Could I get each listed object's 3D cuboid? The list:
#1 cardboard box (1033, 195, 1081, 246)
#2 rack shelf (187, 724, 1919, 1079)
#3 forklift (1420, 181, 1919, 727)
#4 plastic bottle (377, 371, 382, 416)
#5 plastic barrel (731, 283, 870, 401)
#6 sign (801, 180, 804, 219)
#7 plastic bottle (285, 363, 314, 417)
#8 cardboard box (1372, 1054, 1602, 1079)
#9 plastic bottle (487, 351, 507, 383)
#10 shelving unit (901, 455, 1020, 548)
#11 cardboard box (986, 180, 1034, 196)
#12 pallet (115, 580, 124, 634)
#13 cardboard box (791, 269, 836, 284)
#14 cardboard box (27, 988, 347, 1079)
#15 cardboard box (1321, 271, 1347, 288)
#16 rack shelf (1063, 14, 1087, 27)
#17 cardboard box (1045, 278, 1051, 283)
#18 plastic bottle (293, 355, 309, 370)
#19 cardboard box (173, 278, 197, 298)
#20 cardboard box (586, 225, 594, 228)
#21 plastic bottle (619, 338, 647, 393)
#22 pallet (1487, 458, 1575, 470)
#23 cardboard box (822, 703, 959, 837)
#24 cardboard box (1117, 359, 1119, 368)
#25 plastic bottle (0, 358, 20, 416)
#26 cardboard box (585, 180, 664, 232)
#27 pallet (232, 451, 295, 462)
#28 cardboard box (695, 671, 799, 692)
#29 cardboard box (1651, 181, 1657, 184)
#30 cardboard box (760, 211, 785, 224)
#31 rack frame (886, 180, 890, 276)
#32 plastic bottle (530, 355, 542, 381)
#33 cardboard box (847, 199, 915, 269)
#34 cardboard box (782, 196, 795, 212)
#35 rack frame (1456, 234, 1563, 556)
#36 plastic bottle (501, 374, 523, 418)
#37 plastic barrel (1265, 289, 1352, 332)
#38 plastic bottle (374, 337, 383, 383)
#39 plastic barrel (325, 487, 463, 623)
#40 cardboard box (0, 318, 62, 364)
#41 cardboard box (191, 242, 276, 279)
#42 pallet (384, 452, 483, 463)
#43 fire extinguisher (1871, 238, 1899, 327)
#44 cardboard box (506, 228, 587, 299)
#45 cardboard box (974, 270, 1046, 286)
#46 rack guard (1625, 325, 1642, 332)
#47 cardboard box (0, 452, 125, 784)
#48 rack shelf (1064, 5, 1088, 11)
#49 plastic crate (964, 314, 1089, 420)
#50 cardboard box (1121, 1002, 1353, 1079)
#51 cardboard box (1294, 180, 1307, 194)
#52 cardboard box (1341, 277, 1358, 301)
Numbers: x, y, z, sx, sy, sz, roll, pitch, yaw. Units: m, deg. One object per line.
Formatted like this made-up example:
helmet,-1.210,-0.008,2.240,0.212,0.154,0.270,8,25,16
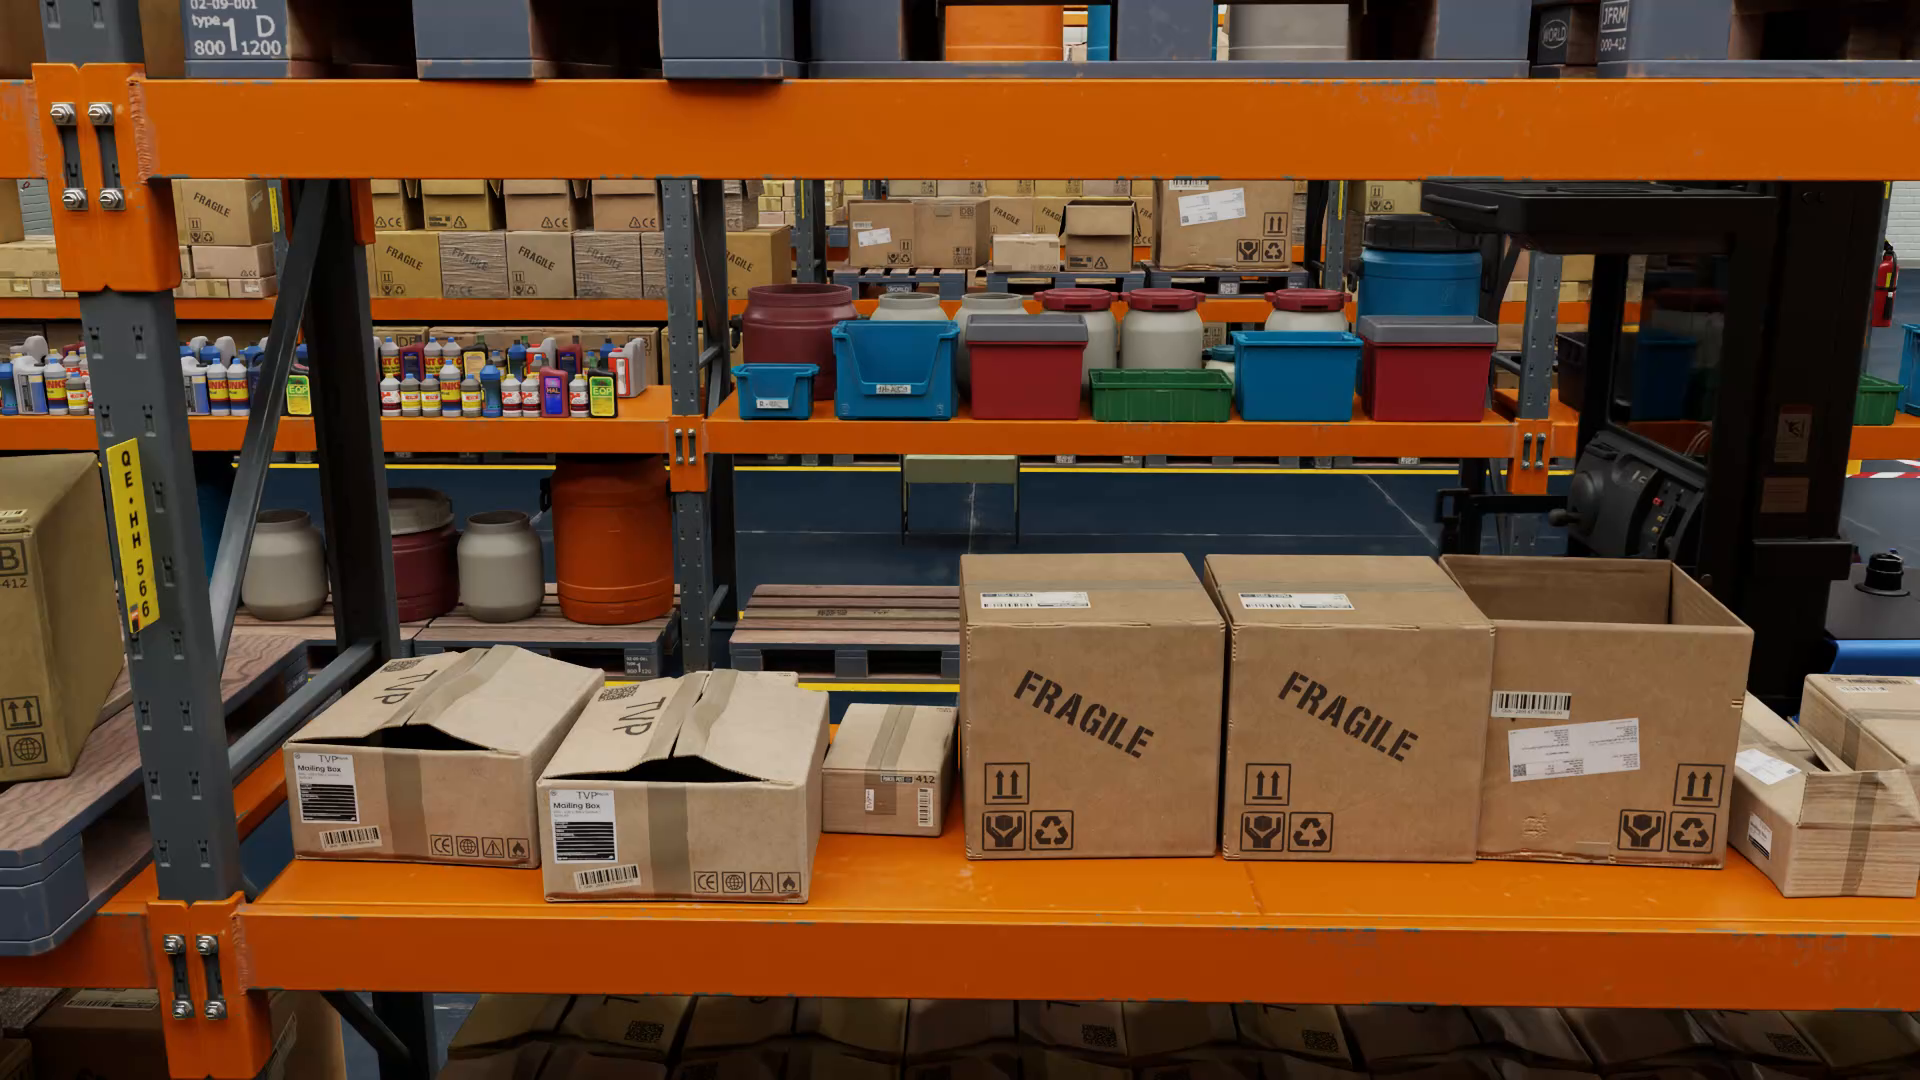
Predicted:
cardboard box,1.015,-3.382,17.582,0.500,0.500,0.500,0,15,1
rack shelf,0.577,0.736,3.579,4.000,0.370,1.077,0,15,1
forklift,2.120,-0.168,5.732,3.031,2.935,1.130,0,15,-1
plastic bottle,-2.850,-0.733,7.965,0.133,0.283,0.061,0,15,1
plastic barrel,-0.820,-1.028,8.589,0.708,0.536,0.600,0,15,1
sign,-1.176,-2.569,12.428,0.005,0.325,0.100,0,15,1
plastic bottle,-3.168,-0.735,7.973,0.133,0.283,0.061,0,15,1
cardboard box,1.145,1.322,3.418,0.500,0.311,0.500,0,15,1
plastic bottle,-2.427,-0.889,8.717,0.097,0.201,0.097,0,15,0
shelving unit,0.007,-0.725,10.649,0.755,1.500,0.431,0,15,1
cardboard box,0.529,-3.936,17.721,0.500,0.500,0.700,0,15,1
pallet,-4.520,0.450,8.720,1.213,0.211,1.003,0,15,1
cardboard box,-1.621,-2.838,18.325,0.500,0.250,0.500,0,15,-1
cardboard box,-1.870,1.296,4.087,0.500,0.500,0.500,1,15,4
cardboard box,3.056,-2.077,13.324,0.250,0.149,0.380,0,15,1
rack shelf,1.210,-8.290,26.817,4.000,0.370,1.077,0,15,1
cardboard box,1.148,-3.595,22.915,0.625,0.372,0.950,1,15,3
plastic bottle,-3.166,-0.750,8.032,0.133,0.283,0.061,0,15,1
cardboard box,-5.991,-1.977,12.947,0.250,0.149,0.380,0,15,0
cardboard box,-3.172,-2.281,13.409,0.500,0.500,0.500,0,15,2
plastic bottle,-1.716,-0.913,8.664,0.135,0.276,0.152,0,15,1
pallet,4.728,-0.774,13.359,1.213,0.211,1.003,0,15,1
cardboard box,-0.146,0.491,3.592,0.250,0.149,0.380,1,15,6
cardboard box,1.184,-1.150,13.356,0.500,0.500,0.700,-1,15,-3
plastic bottle,-4.588,-0.743,8.028,0.097,0.271,0.097,0,15,0
cardboard box,-2.547,-2.698,13.024,0.637,0.503,0.797,1,15,3
pallet,-5.922,-0.853,13.661,1.213,0.211,1.003,0,15,1
cardboard box,-0.516,0.432,3.814,0.250,0.149,0.380,0,15,1
cardboard box,5.276,-2.721,12.533,0.500,0.500,0.500,0,15,1
cardboard box,-1.948,-3.386,17.464,0.250,0.149,0.380,1,15,2
rack frame,-0.912,-4.678,22.691,0.127,3.000,1.000,0,15,1
plastic bottle,-2.163,-0.848,8.564,0.097,0.201,0.097,0,15,0
cardboard box,-0.625,-2.409,13.071,0.500,0.500,0.500,-1,15,-5
cardboard box,-1.710,-3.529,17.422,0.250,0.149,0.380,1,15,4
rack frame,2.707,-0.862,8.226,0.127,3.000,1.000,0,15,1
plastic bottle,-2.150,-0.693,7.976,0.097,0.201,0.097,0,15,0
plastic barrel,1.756,-0.990,8.444,0.433,0.535,0.433,0,15,0
plastic bottle,-3.103,-0.922,8.698,0.135,0.276,0.152,0,15,1
plastic barrel,-2.910,0.069,8.602,0.708,0.588,0.600,0,15,1
cardboard box,-7.611,-1.389,13.566,0.875,0.875,0.875,0,15,1
cardboard box,-5.612,-2.184,12.949,0.500,0.250,0.500,0,15,0
pallet,-4.391,-0.843,13.621,1.213,0.211,1.003,0,15,1
fire extinguisher,6.935,-1.943,12.476,0.183,0.674,0.296,0,15,1
cardboard box,-3.191,-2.150,12.913,0.500,0.500,0.500,1,15,2
cardboard box,0.543,-2.499,18.017,0.750,0.750,1.050,1,15,2
rack guard,7.084,-2.154,18.025,0.348,0.500,1.175,0,15,1
cardboard box,-2.055,0.149,3.377,0.500,0.500,0.700,-5,16,-17
rack shelf,1.087,-7.025,22.019,4.000,0.370,1.077,0,15,1
plastic crate,0.316,-0.830,7.981,0.583,0.464,0.402,0,15,1
cardboard box,0.633,1.181,3.952,0.500,0.311,0.500,1,15,3
cardboard box,3.429,-3.972,17.606,0.550,0.550,0.875,0,15,1
cardboard box,3.041,-1.925,12.749,0.250,0.149,0.380,0,15,1
